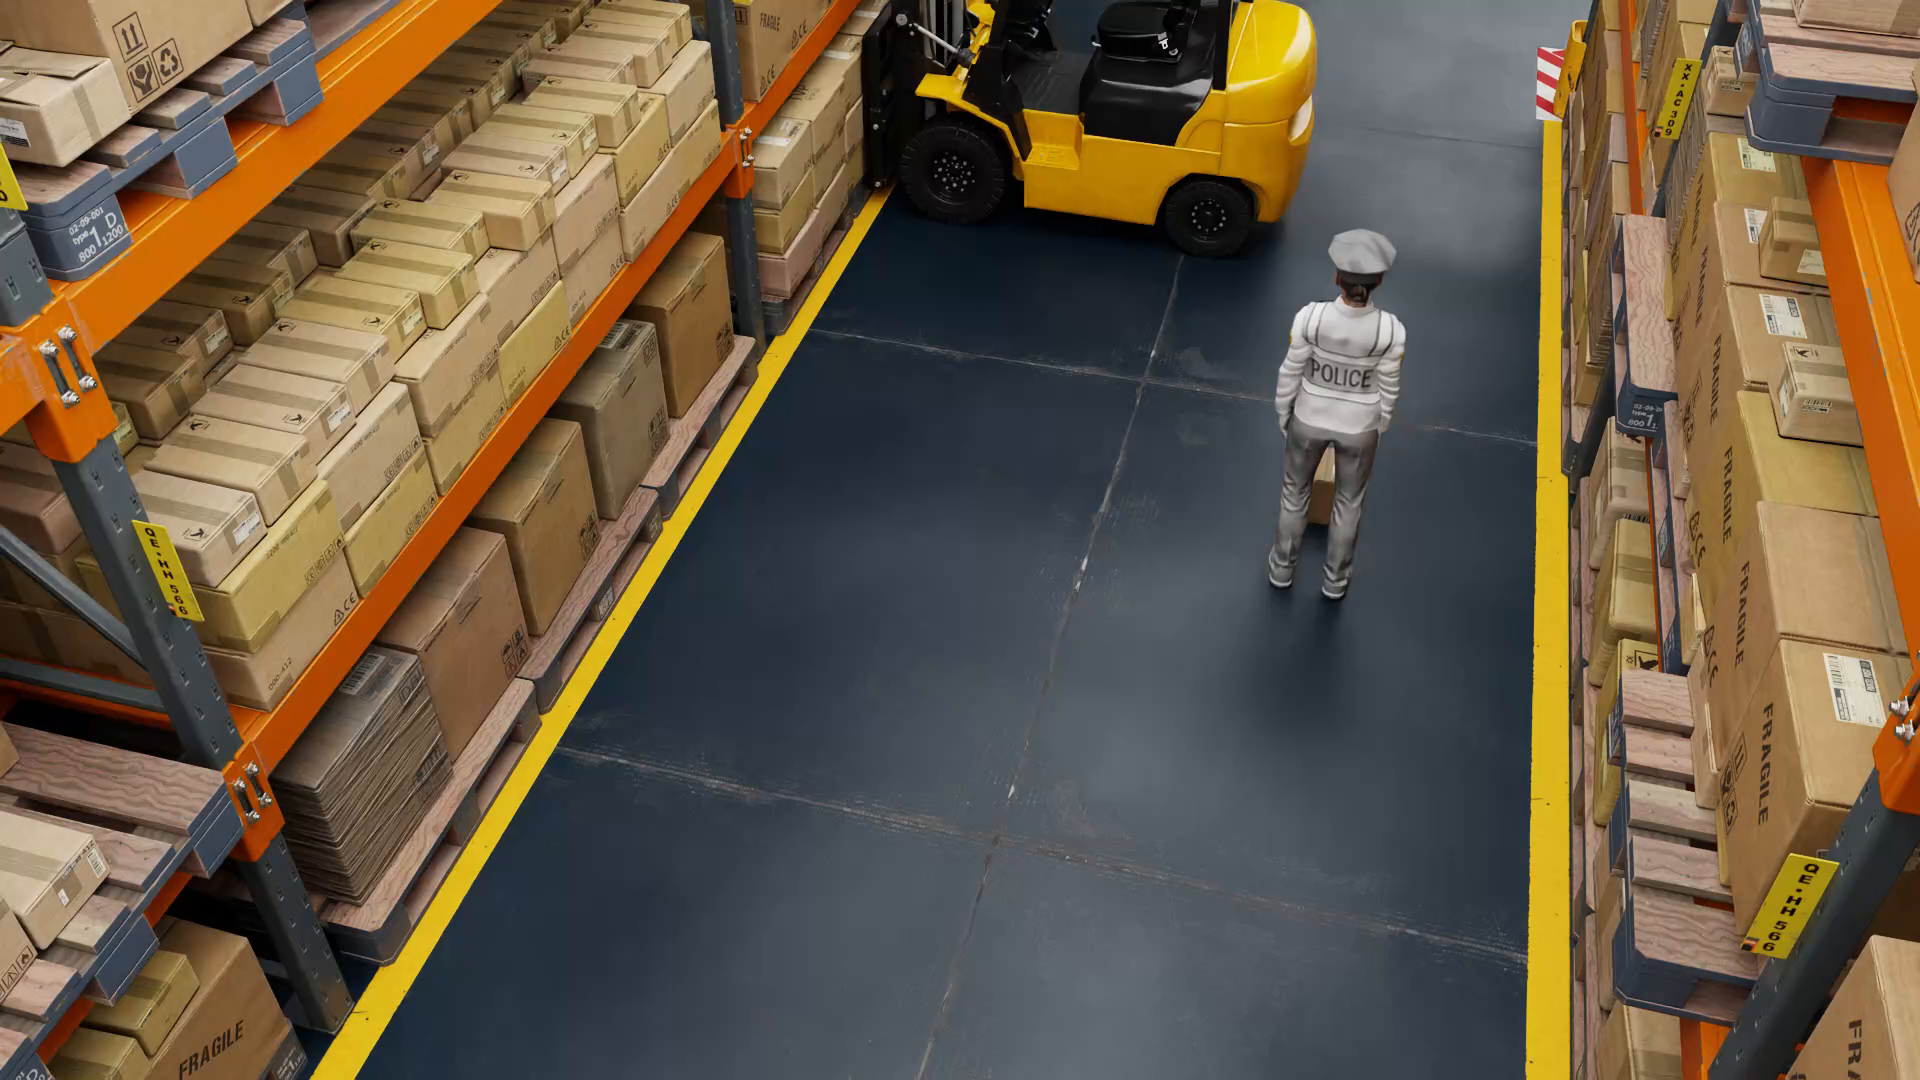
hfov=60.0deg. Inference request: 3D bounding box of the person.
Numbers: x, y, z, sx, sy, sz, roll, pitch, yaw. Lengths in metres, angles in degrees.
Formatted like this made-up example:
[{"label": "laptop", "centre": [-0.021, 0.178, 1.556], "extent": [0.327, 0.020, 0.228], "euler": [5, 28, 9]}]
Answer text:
[{"label": "person", "centre": [1.499, -0.481, 6.710], "extent": [0.468, 1.663, 0.329], "euler": [11, 42, 12]}]
